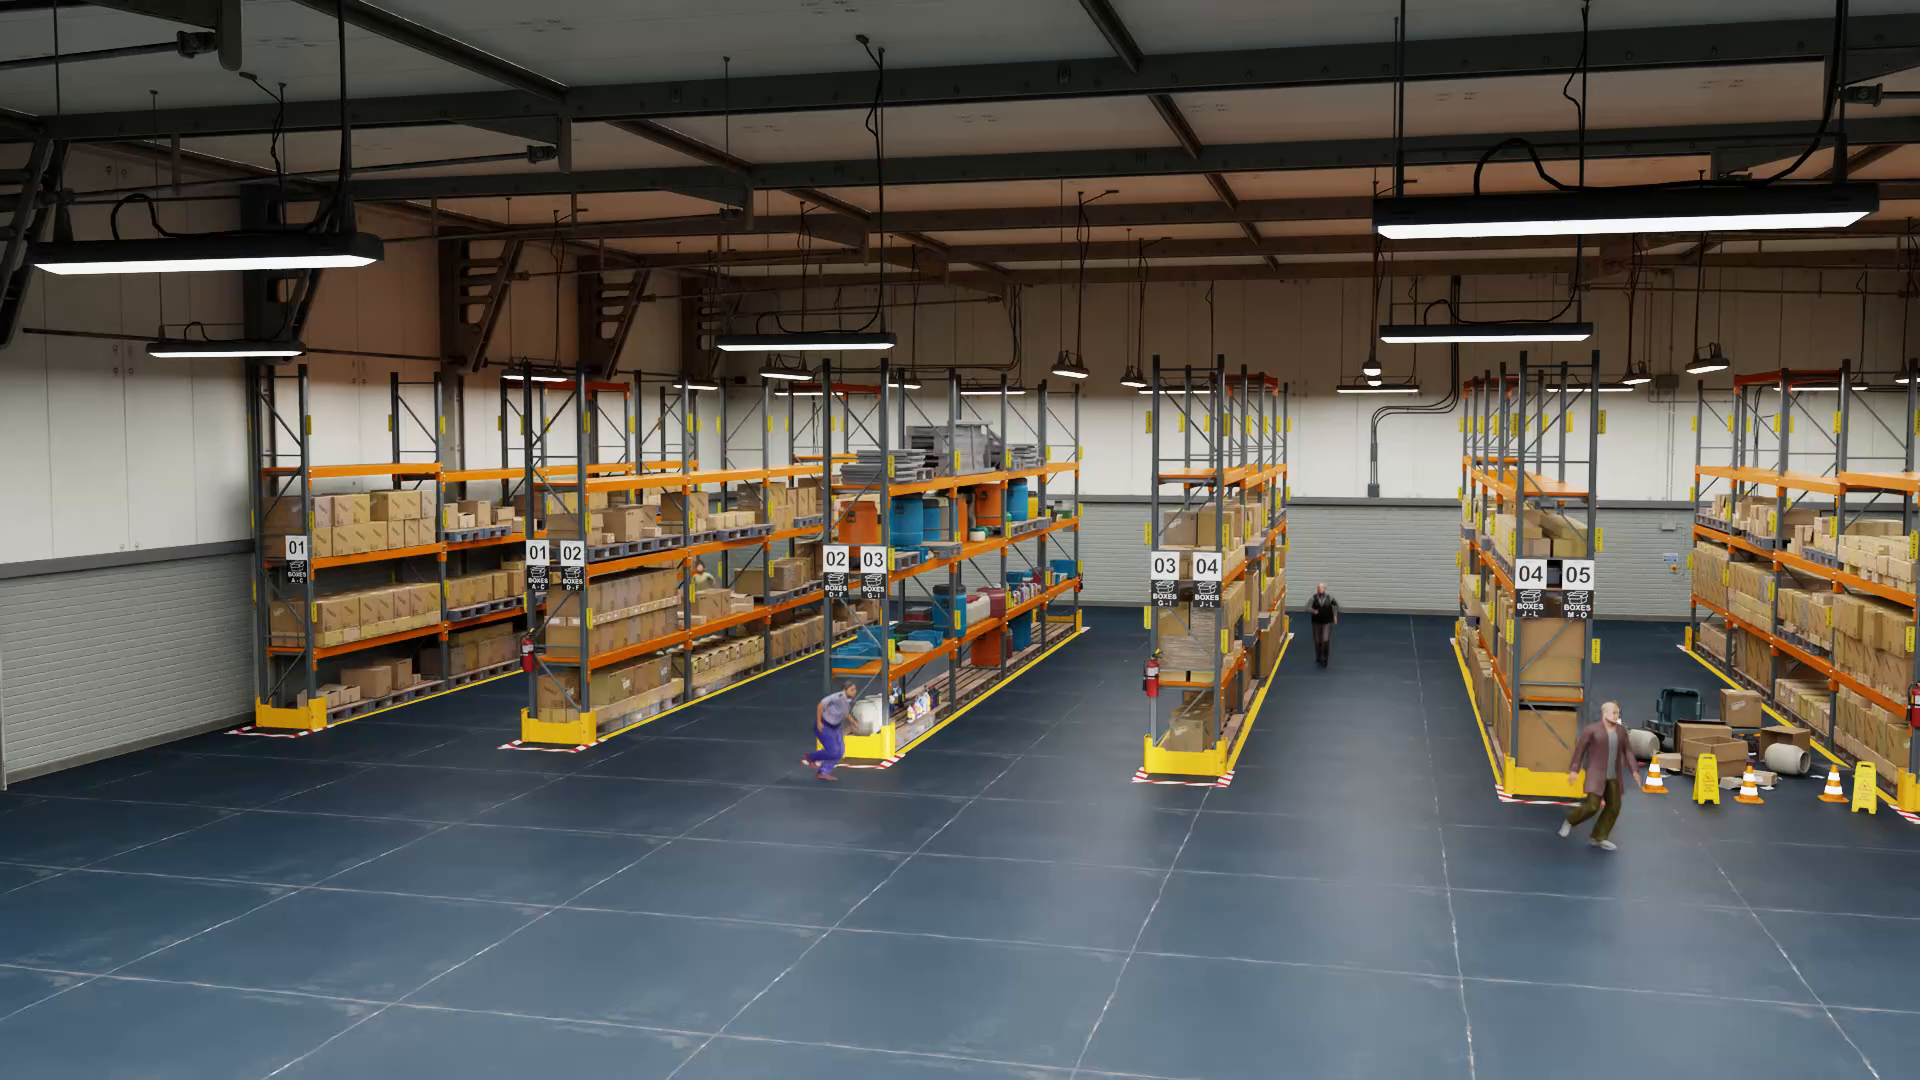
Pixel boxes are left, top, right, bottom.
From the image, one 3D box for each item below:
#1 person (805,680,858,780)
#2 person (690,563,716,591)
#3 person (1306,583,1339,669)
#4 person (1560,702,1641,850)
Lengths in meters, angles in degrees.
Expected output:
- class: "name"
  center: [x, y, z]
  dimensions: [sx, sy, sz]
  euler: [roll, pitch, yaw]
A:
- class: "person"
  center: [-1.826, 2.675, 23.366]
  dimensions: [0.808, 1.462, 0.627]
  euler: [2, 4, 26]
- class: "person"
  center: [-6.238, 1.398, 40.209]
  dimensions: [0.527, 1.713, 0.804]
  euler: [1, 4, 16]
- class: "person"
  center: [7.499, 1.773, 34.456]
  dimensions: [0.635, 1.771, 0.831]
  euler: [1, 4, 17]
- class: "person"
  center: [7.567, 2.769, 19.693]
  dimensions: [0.742, 1.744, 0.736]
  euler: [-1, 4, -15]
